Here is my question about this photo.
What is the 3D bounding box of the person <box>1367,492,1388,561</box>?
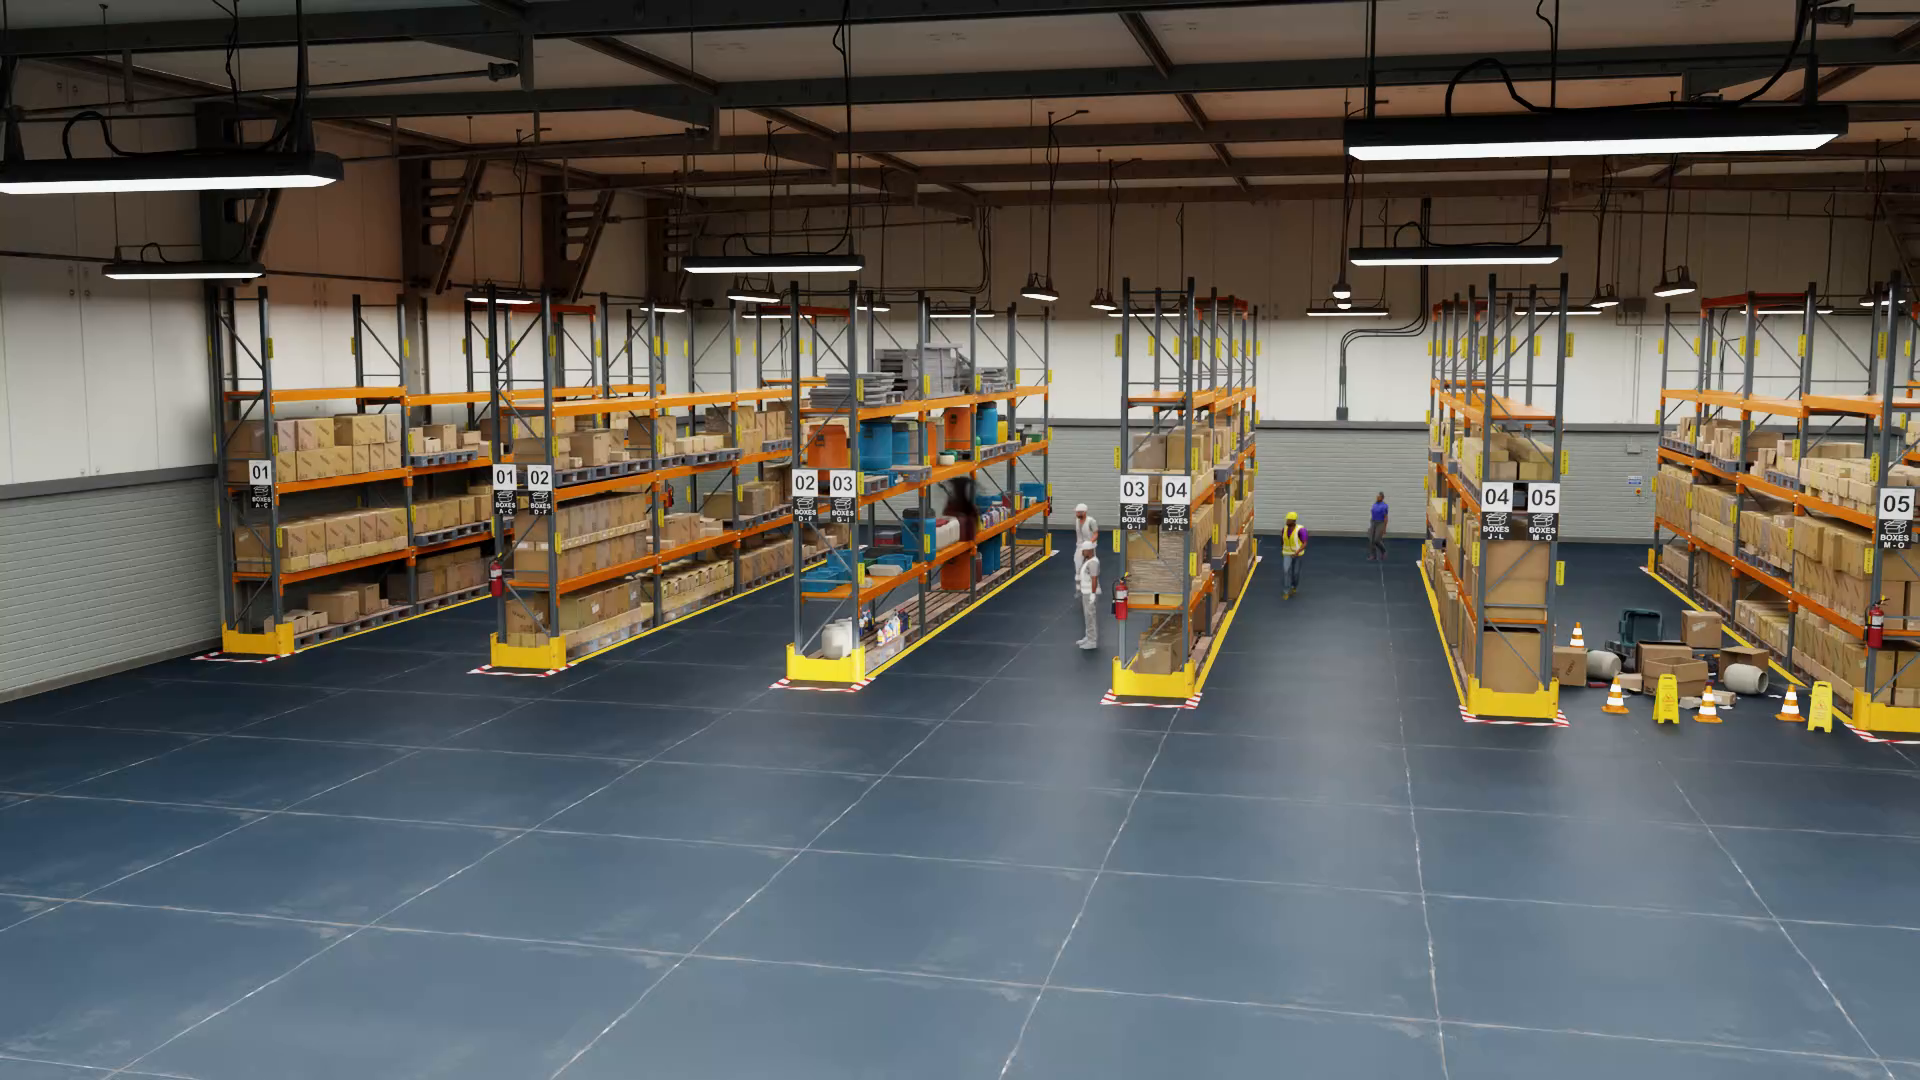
[{"bbox_3d":[9.826,-0.315,39.069,0.467,1.642,0.488,-4,8,-32],"label":"person"}]

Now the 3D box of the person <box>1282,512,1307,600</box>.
[{"bbox_3d":[6.734,0.314,33.550,0.527,1.765,0.953,2,7,14],"label":"person"}]

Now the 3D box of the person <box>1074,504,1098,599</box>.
[{"bbox_3d":[2.455,0.193,32.246,0.496,1.820,0.869,1,7,13],"label":"person"}]

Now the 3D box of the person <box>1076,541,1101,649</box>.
[{"bbox_3d":[2.168,0.905,27.955,0.408,1.781,0.626,0,7,0],"label":"person"}]
